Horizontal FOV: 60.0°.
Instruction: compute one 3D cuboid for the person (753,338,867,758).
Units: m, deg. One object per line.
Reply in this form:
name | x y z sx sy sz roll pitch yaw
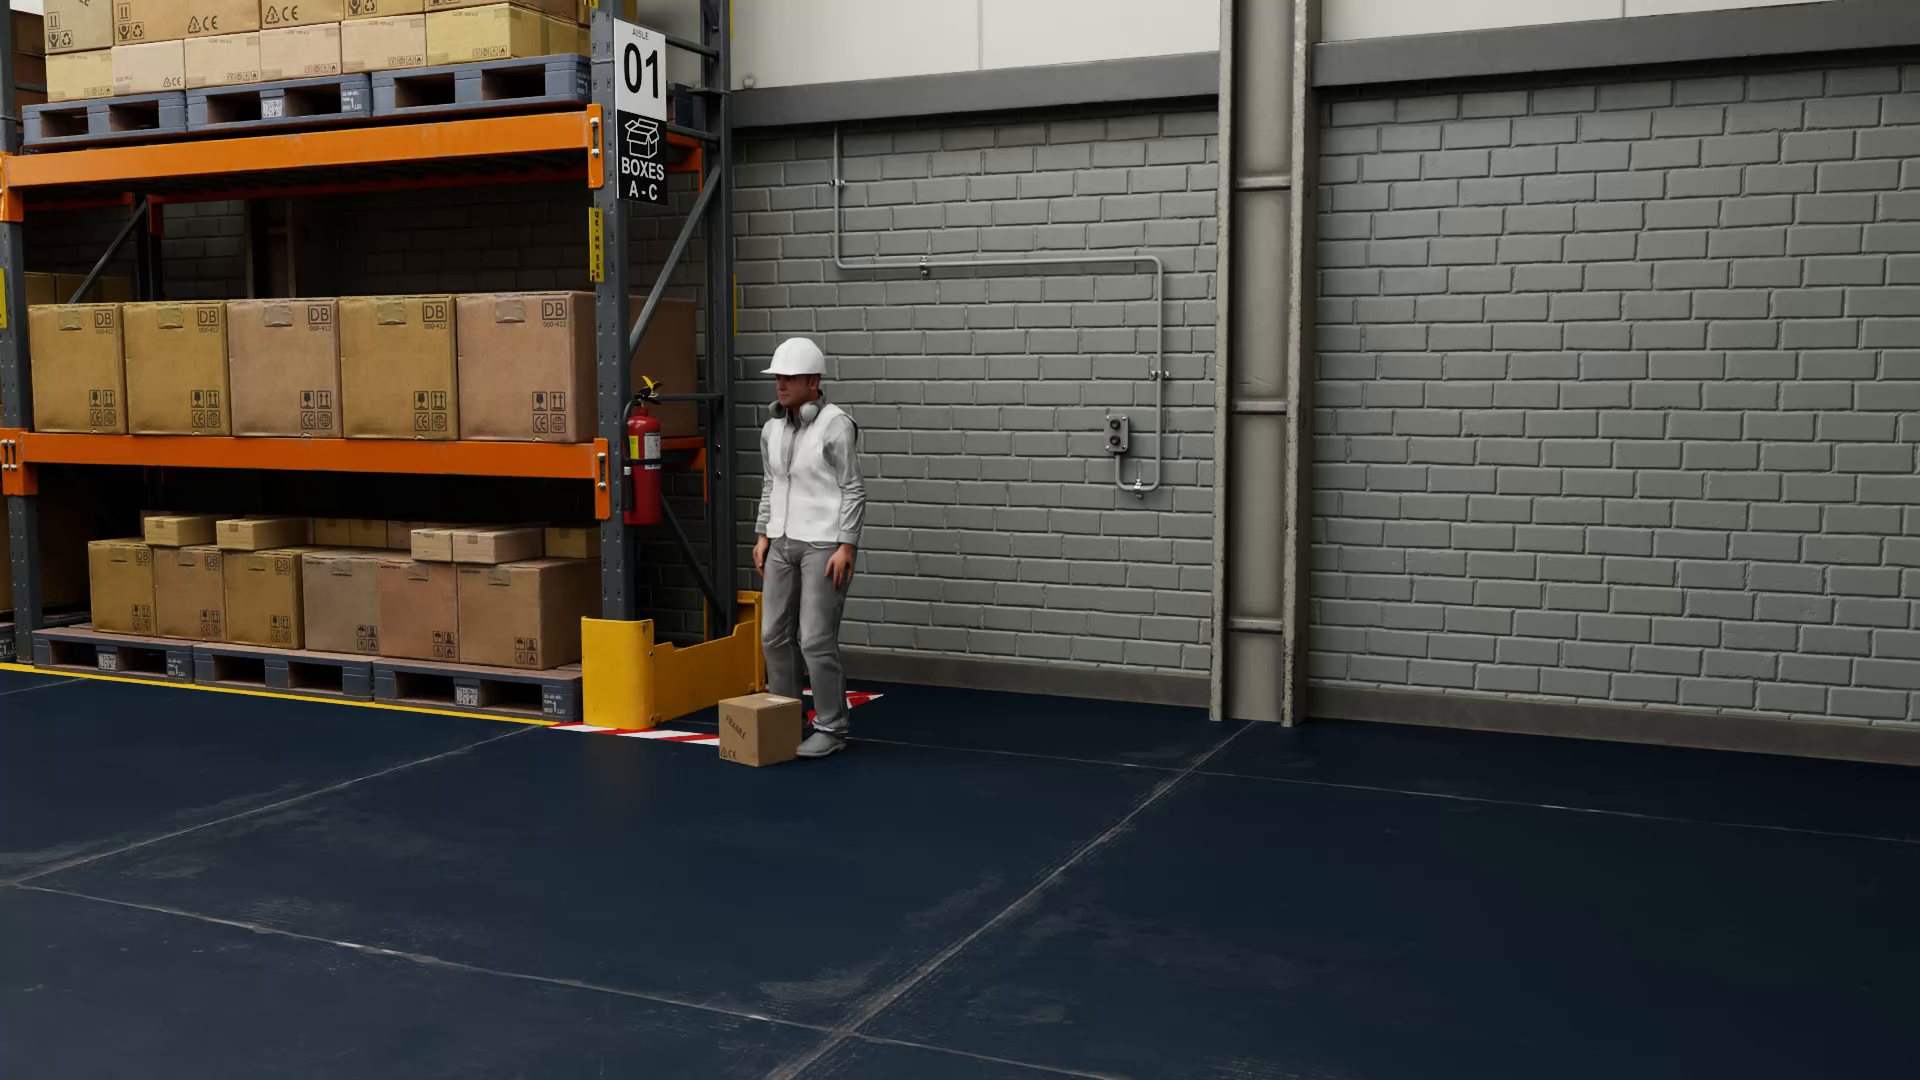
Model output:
person | -0.659 0.025 7.138 0.583 1.770 0.464 5 7 41
